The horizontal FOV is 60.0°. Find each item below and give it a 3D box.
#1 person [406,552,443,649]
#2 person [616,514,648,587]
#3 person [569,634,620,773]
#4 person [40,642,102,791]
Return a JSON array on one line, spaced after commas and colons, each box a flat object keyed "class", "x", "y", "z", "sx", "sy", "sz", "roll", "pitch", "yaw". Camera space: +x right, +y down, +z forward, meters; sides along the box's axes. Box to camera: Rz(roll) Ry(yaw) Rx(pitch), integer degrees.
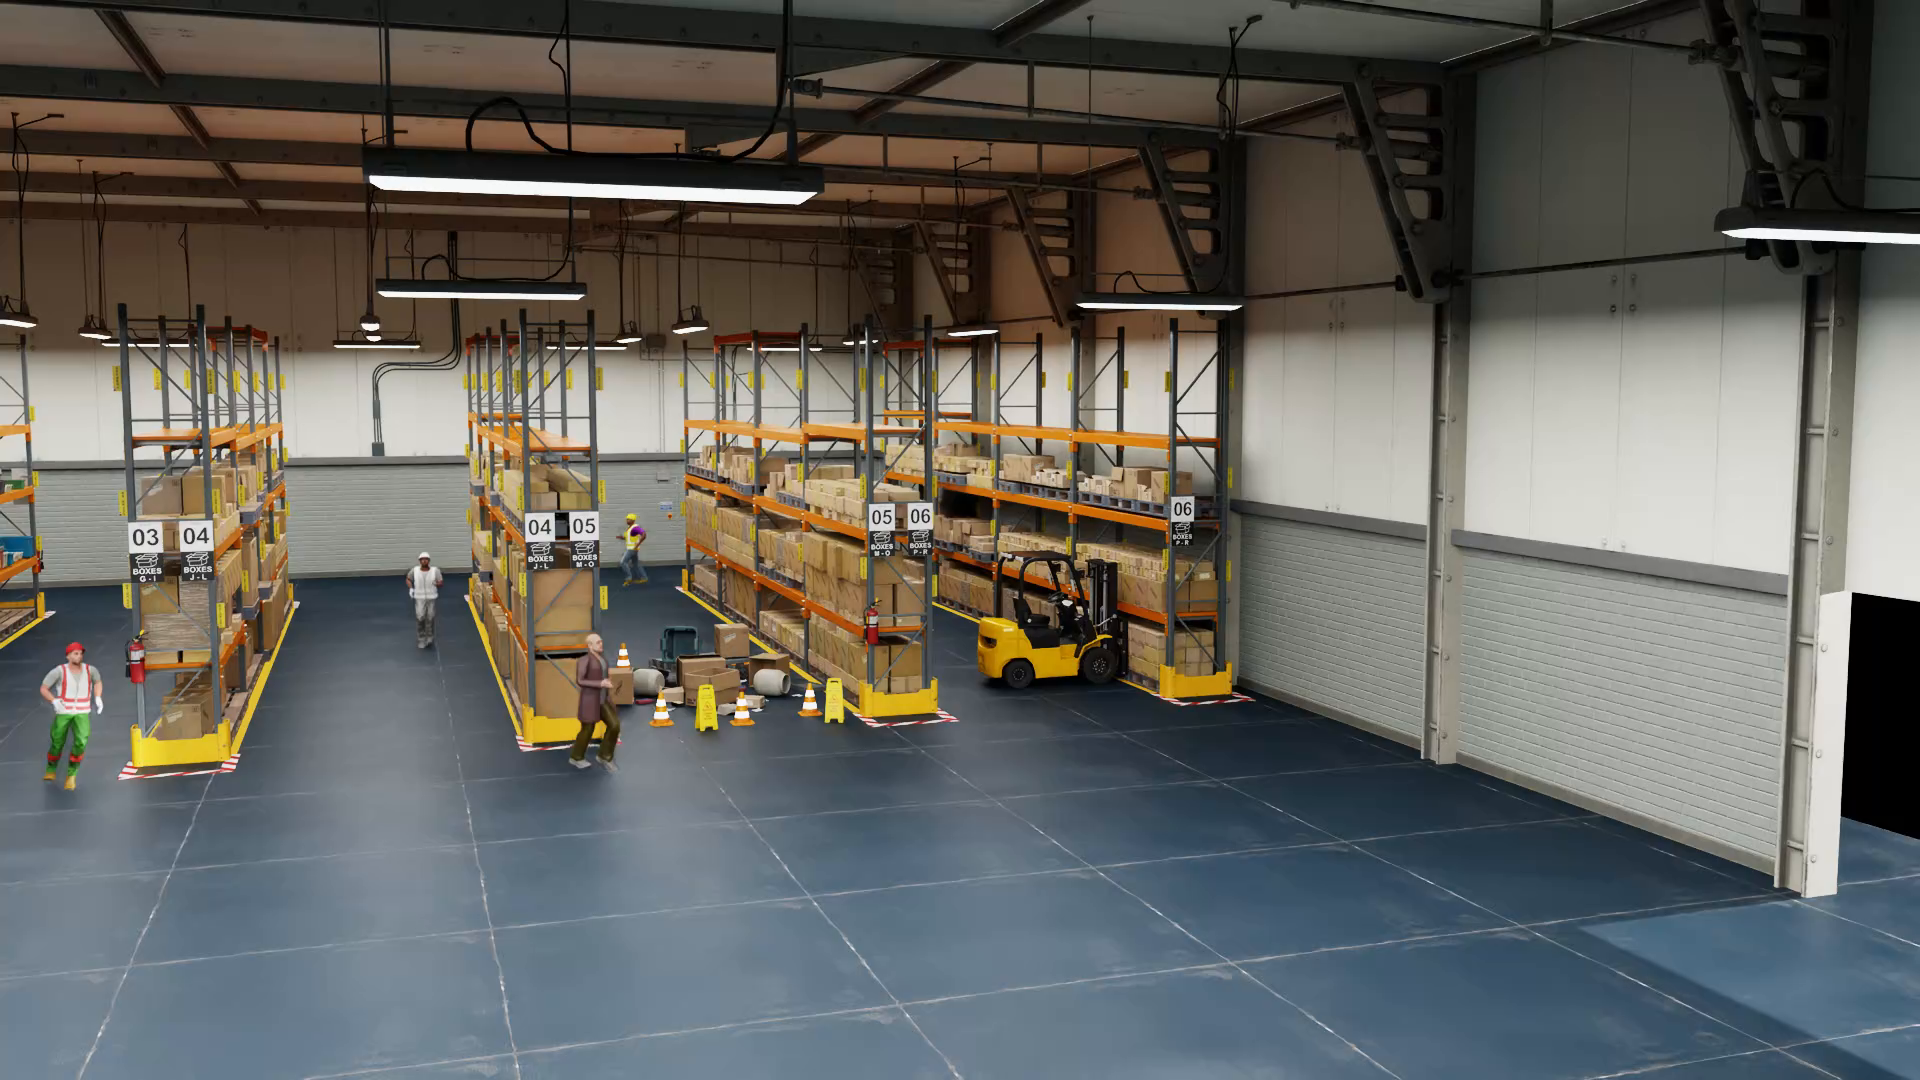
[{"class": "person", "x": -10.081, "y": 1.141, "z": 31.379, "sx": 0.655, "sy": 1.821, "sz": 0.719, "roll": -2, "pitch": 6, "yaw": -20}, {"class": "person", "x": -8.052, "y": 0.250, "z": 40.824, "sx": 0.762, "sy": 1.800, "sz": 0.694, "roll": -2, "pitch": 6, "yaw": -16}, {"class": "person", "x": -4.688, "y": 2.109, "z": 21.310, "sx": 0.836, "sy": 1.829, "sz": 0.691, "roll": 3, "pitch": 6, "yaw": 28}, {"class": "person", "x": -11.038, "y": 2.171, "z": 20.702, "sx": 0.718, "sy": 1.801, "sz": 0.697, "roll": -4, "pitch": 7, "yaw": -37}]
